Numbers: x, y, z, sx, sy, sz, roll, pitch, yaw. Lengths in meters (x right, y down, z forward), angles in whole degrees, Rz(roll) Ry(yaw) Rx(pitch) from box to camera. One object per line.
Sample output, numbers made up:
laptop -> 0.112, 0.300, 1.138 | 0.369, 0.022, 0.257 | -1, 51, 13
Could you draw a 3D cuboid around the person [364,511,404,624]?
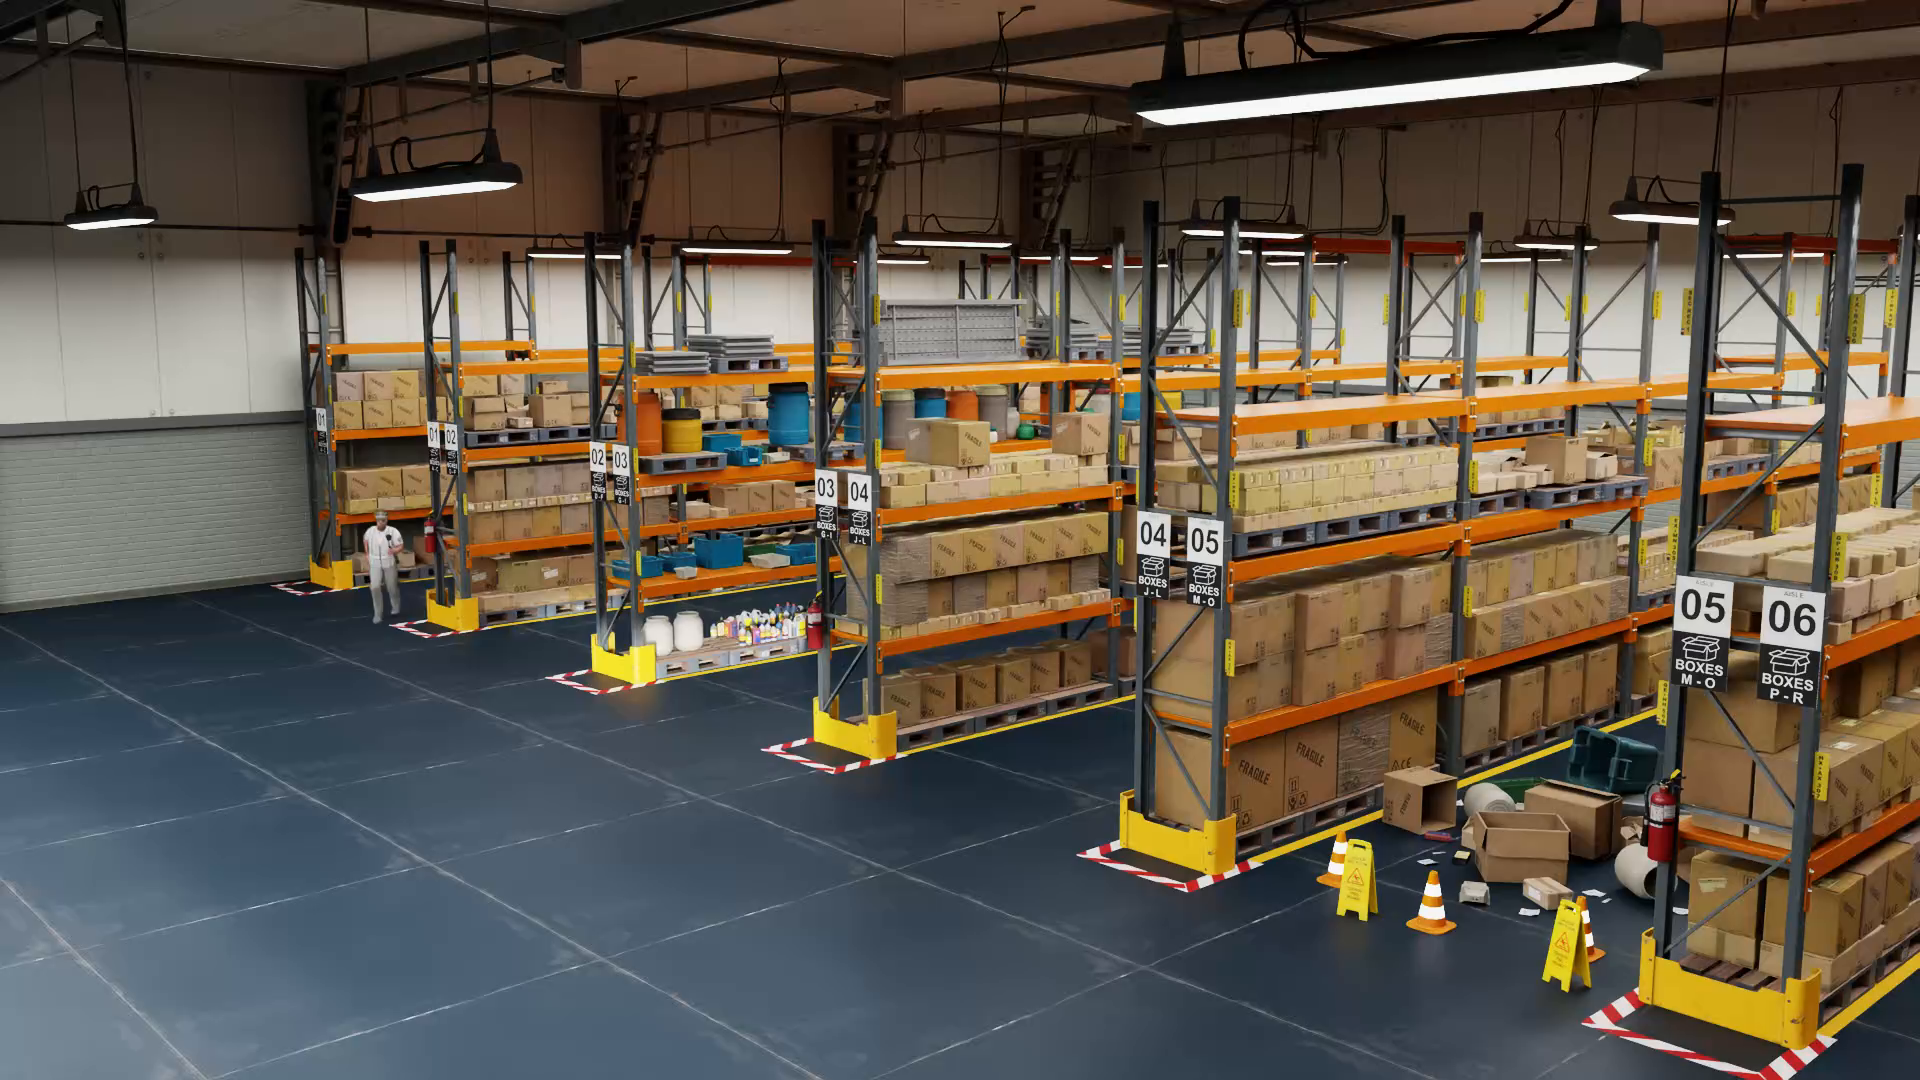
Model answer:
person -> -9.189, 0.400, 26.510 | 0.646, 1.774, 0.901 | -1, 8, -8
